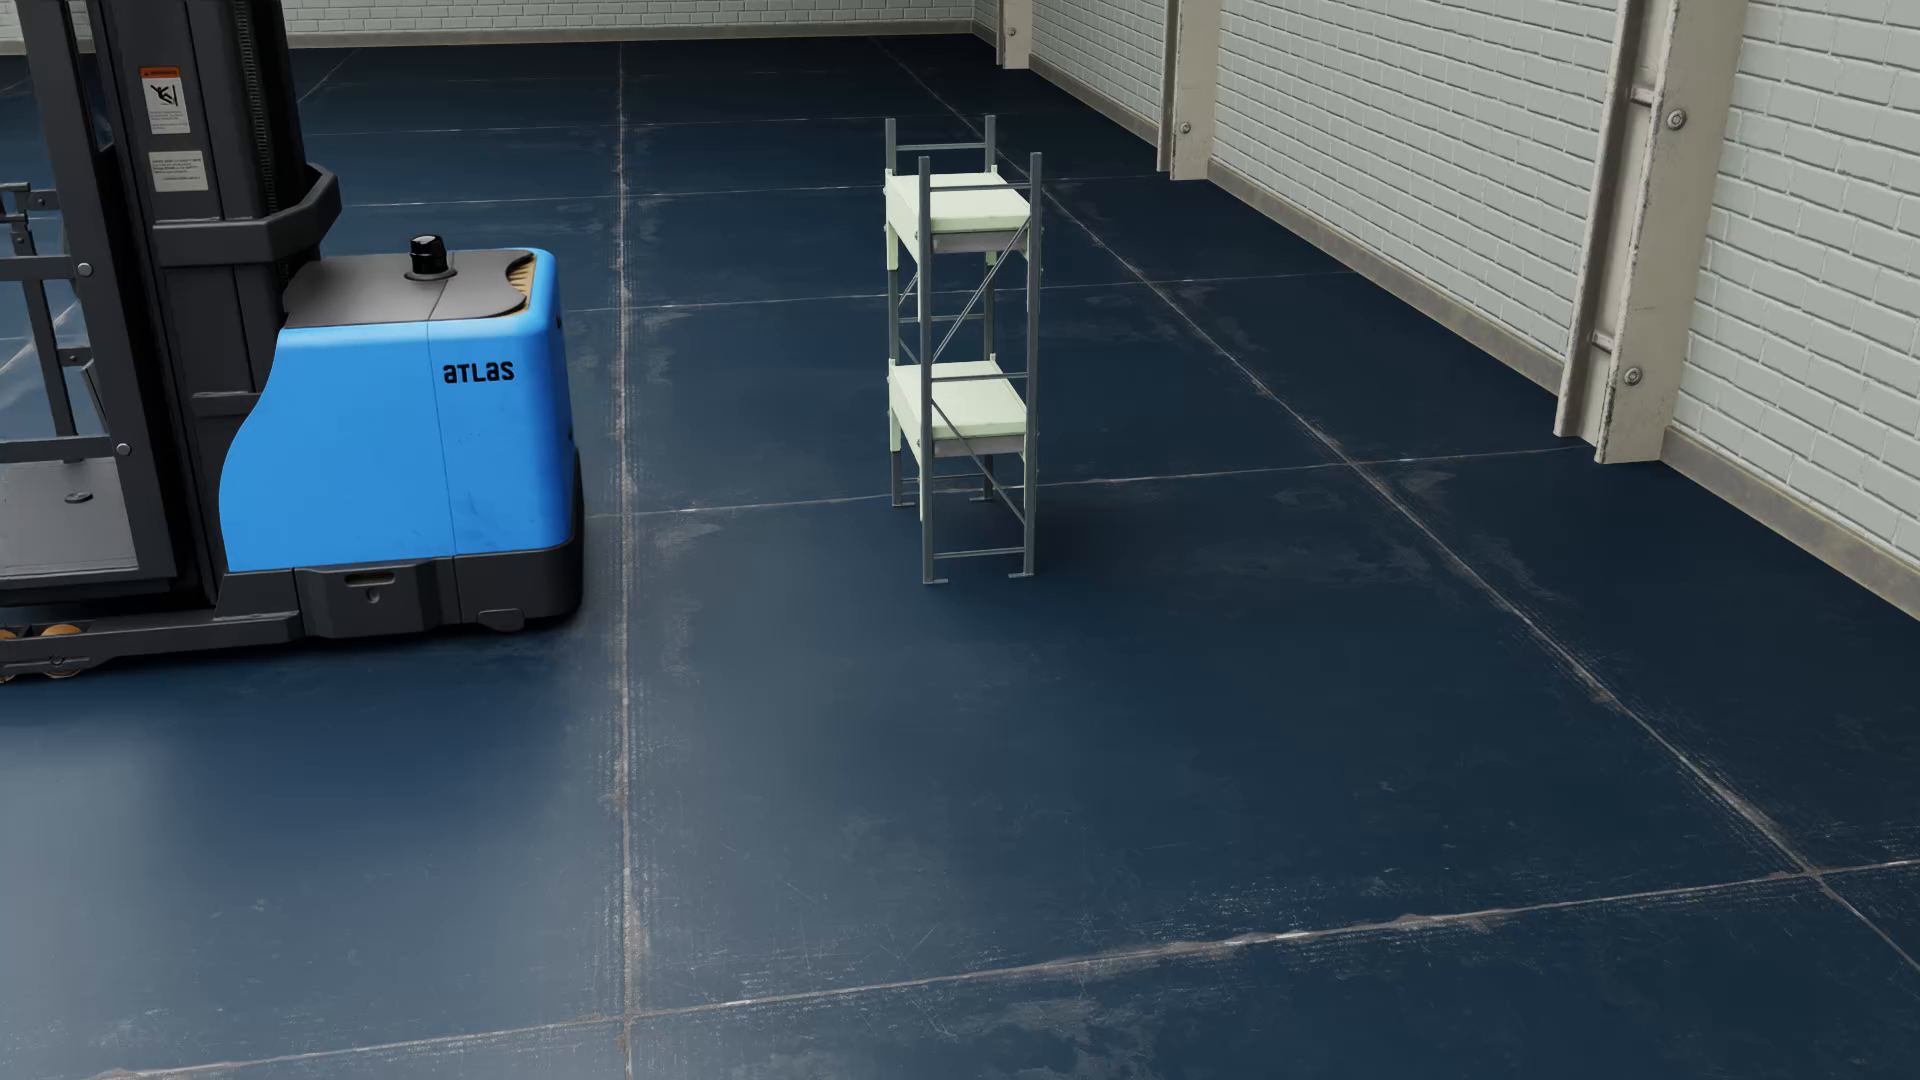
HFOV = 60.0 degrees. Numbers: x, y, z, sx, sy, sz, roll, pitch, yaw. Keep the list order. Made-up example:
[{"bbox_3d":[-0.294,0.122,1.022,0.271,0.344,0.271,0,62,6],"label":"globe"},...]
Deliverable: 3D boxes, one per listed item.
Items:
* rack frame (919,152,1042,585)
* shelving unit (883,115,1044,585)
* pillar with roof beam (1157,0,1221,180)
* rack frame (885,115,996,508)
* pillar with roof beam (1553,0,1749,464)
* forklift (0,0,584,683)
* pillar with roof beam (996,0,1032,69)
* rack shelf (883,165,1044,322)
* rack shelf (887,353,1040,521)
[{"bbox_3d":[0.066,-0.546,5.626,0.400,1.500,0.023,-4,24,-10],"label":"rack frame"},{"bbox_3d":[-0.001,-0.690,5.956,0.431,1.500,0.755,-4,24,-10],"label":"shelving unit"},{"bbox_3d":[-2.537,-6.573,10.058,9.100,9.000,0.400,-4,24,-10],"label":"pillar with roof beam"},{"bbox_3d":[-0.069,-0.834,6.285,0.400,1.500,0.023,-4,24,-10],"label":"rack frame"},{"bbox_3d":[-1.428,-4.213,4.654,9.100,9.000,0.400,-4,24,-10],"label":"pillar with roof beam"},{"bbox_3d":[-2.844,-1.122,5.157,3.031,2.935,1.130,-4,24,-10],"label":"forklift"},{"bbox_3d":[-3.647,-8.933,15.461,9.100,9.000,0.400,-4,24,-10],"label":"pillar with roof beam"},{"bbox_3d":[-0.001,-1.048,5.800,0.431,0.370,0.720,-4,24,-10],"label":"rack shelf"},{"bbox_3d":[-0.001,-0.391,6.086,0.431,0.370,0.720,-4,24,-10],"label":"rack shelf"}]
